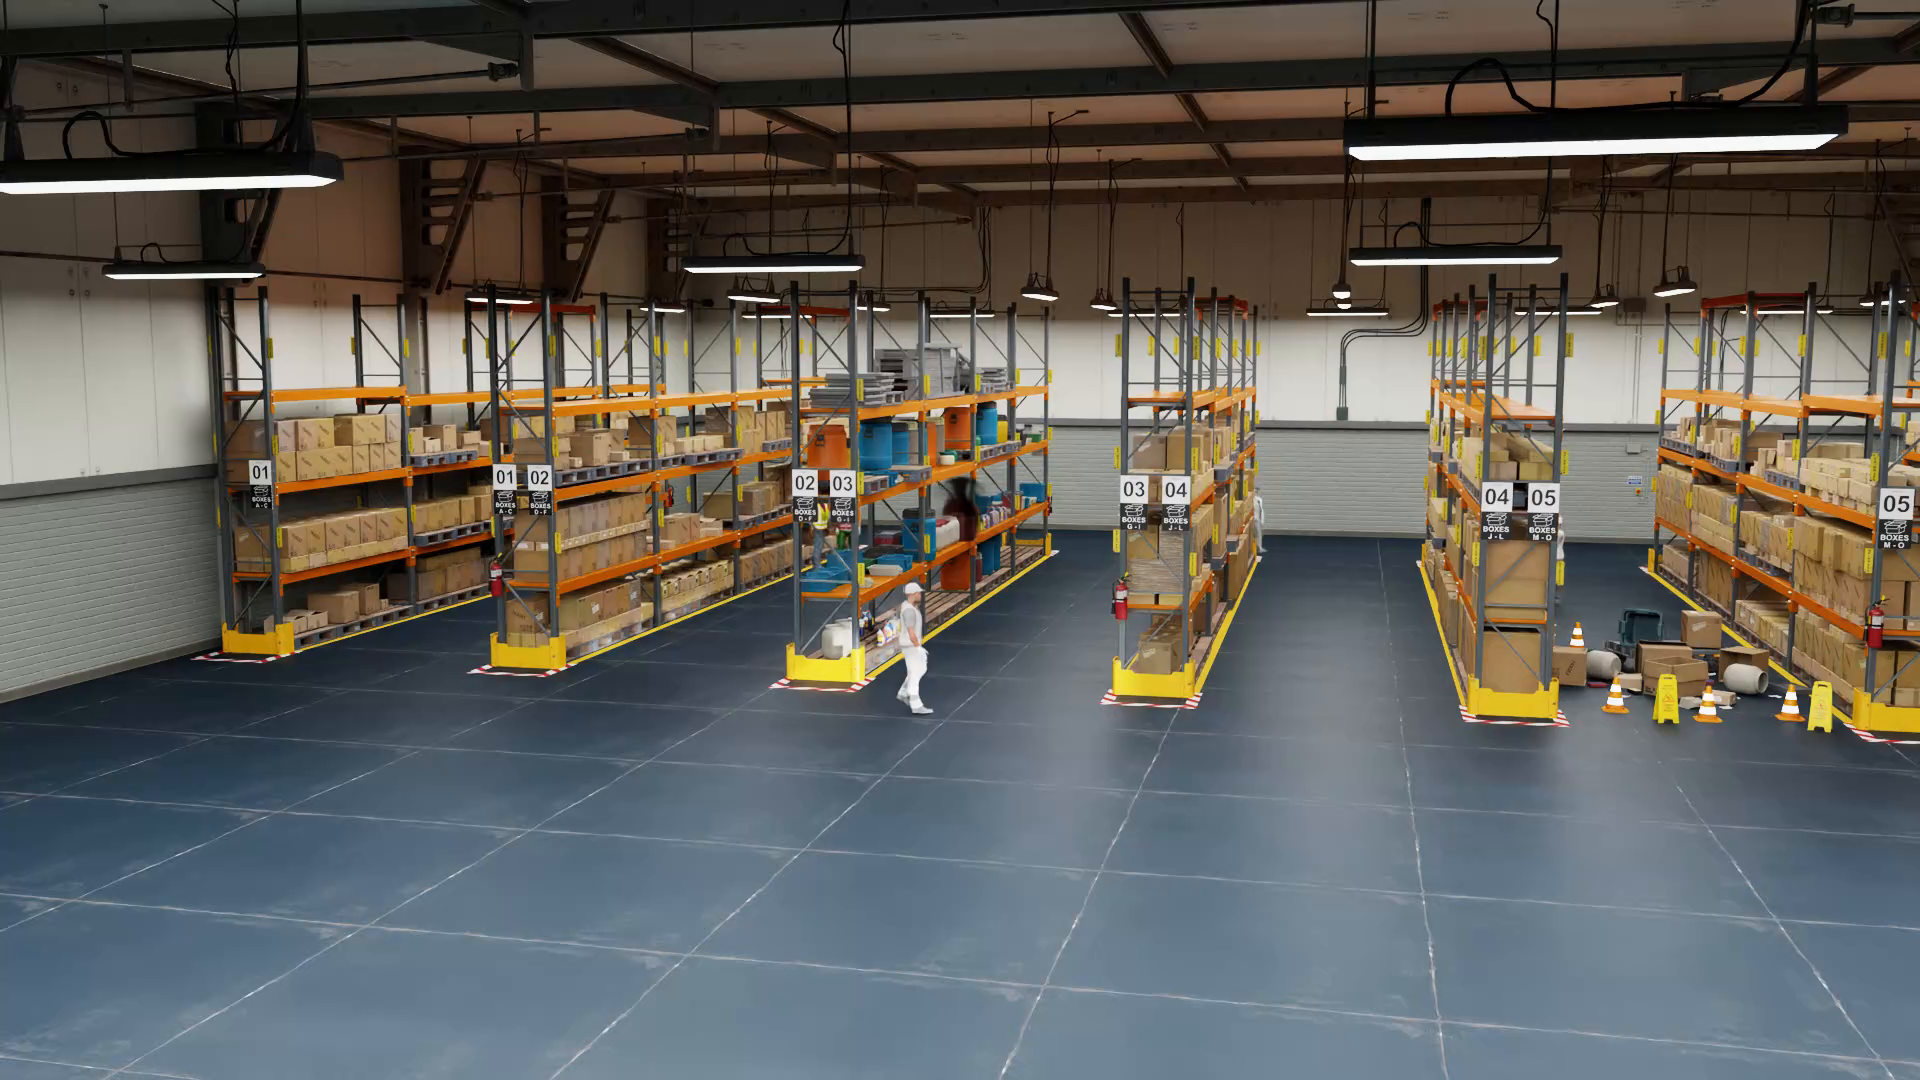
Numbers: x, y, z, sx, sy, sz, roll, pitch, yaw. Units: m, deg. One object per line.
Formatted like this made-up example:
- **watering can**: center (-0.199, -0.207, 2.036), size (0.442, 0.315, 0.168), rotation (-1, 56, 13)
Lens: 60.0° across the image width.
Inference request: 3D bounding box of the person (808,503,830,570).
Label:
- **person**: center (-2.945, -0.216, 35.248), size (0.442, 1.774, 0.583), rotation (2, 7, 17)

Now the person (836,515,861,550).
- **person**: center (-2.549, -0.221, 37.706), size (0.664, 1.712, 1.093), rotation (1, 7, 11)

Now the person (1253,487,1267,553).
- **person**: center (7.247, -0.508, 40.947), size (0.607, 1.634, 0.991), rotation (-2, 7, -20)

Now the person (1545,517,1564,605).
- **person**: center (11.588, 0.395, 32.562), size (0.477, 1.780, 0.609), rotation (6, 9, 41)

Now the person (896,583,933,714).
- **person**: center (-0.632, 1.474, 22.977), size (0.522, 1.787, 0.705), rotation (0, 7, 1)
